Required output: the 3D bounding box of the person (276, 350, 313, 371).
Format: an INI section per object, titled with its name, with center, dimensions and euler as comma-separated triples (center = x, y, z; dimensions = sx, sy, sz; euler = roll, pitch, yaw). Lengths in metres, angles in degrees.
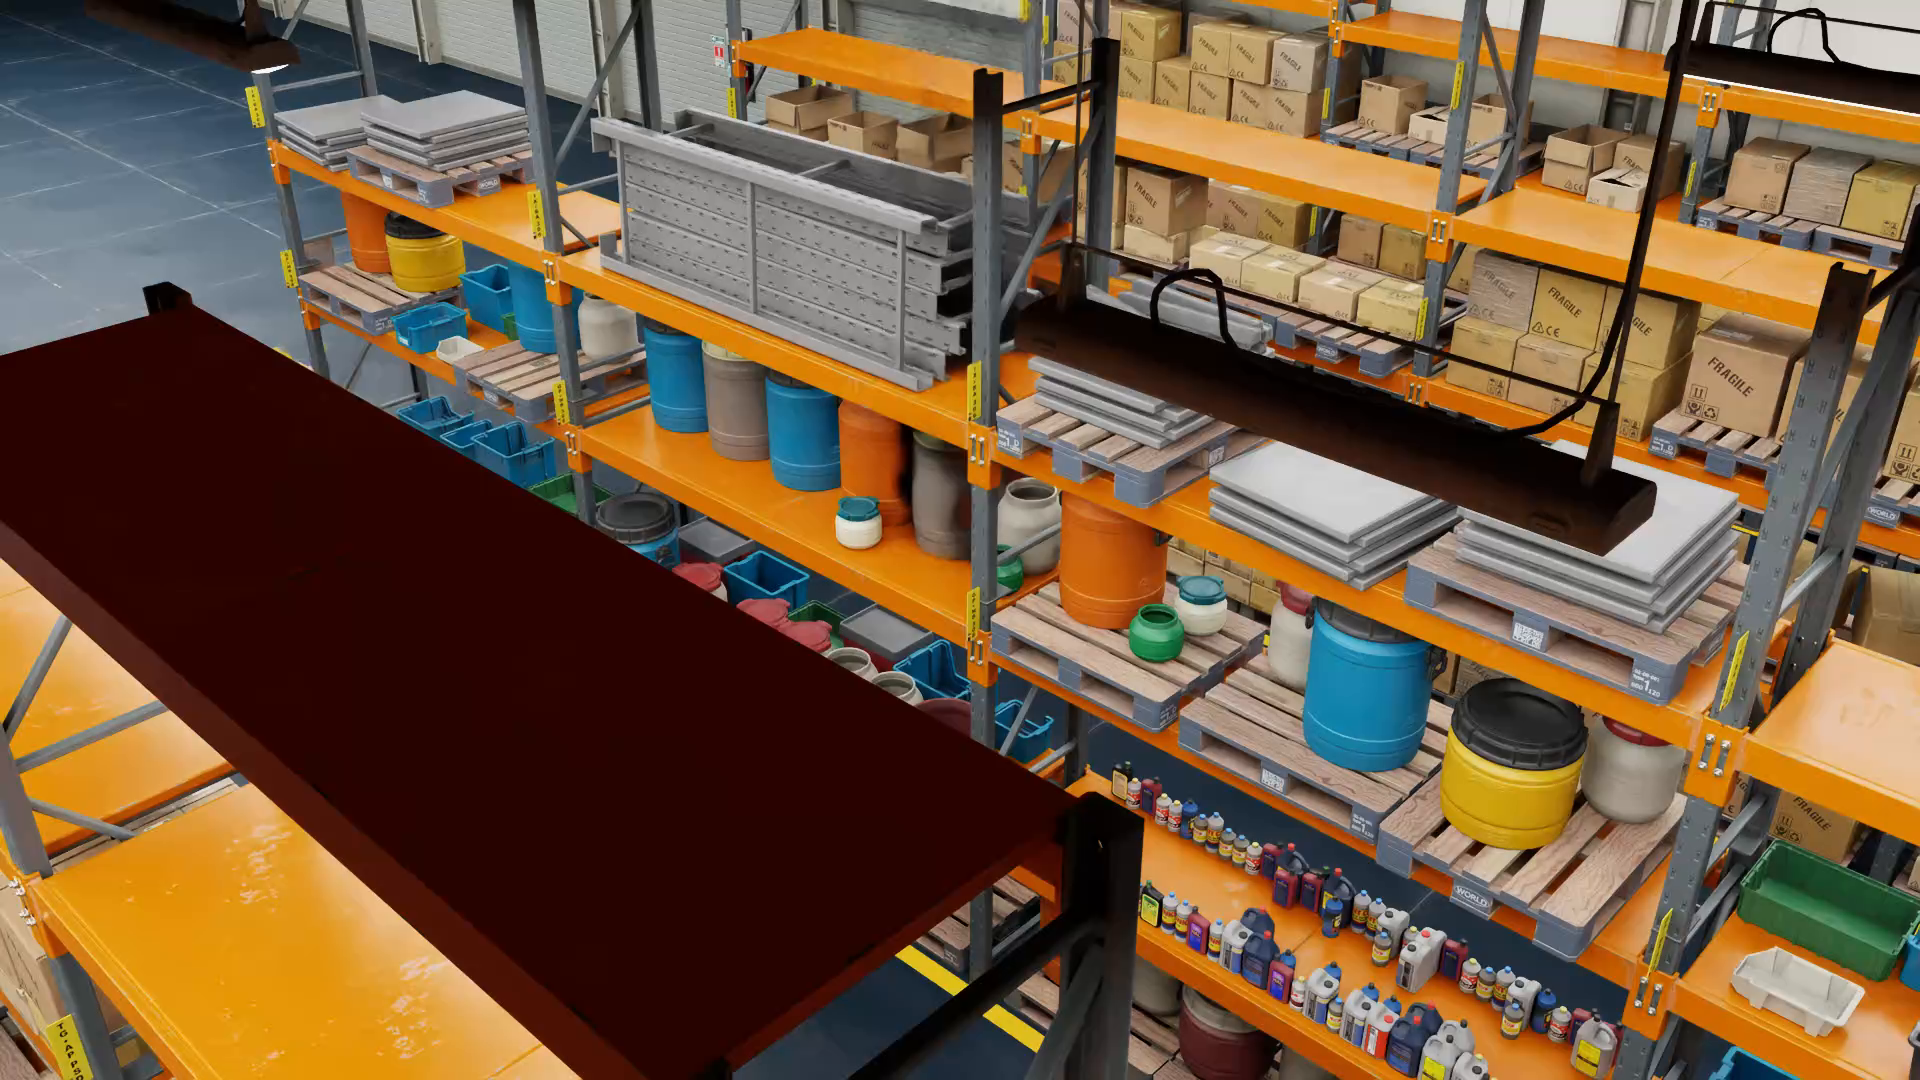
[person]
center = -6.388, -1.148, 16.604
dimensions = 1.007, 1.696, 0.675
euler = -5, 30, -9
